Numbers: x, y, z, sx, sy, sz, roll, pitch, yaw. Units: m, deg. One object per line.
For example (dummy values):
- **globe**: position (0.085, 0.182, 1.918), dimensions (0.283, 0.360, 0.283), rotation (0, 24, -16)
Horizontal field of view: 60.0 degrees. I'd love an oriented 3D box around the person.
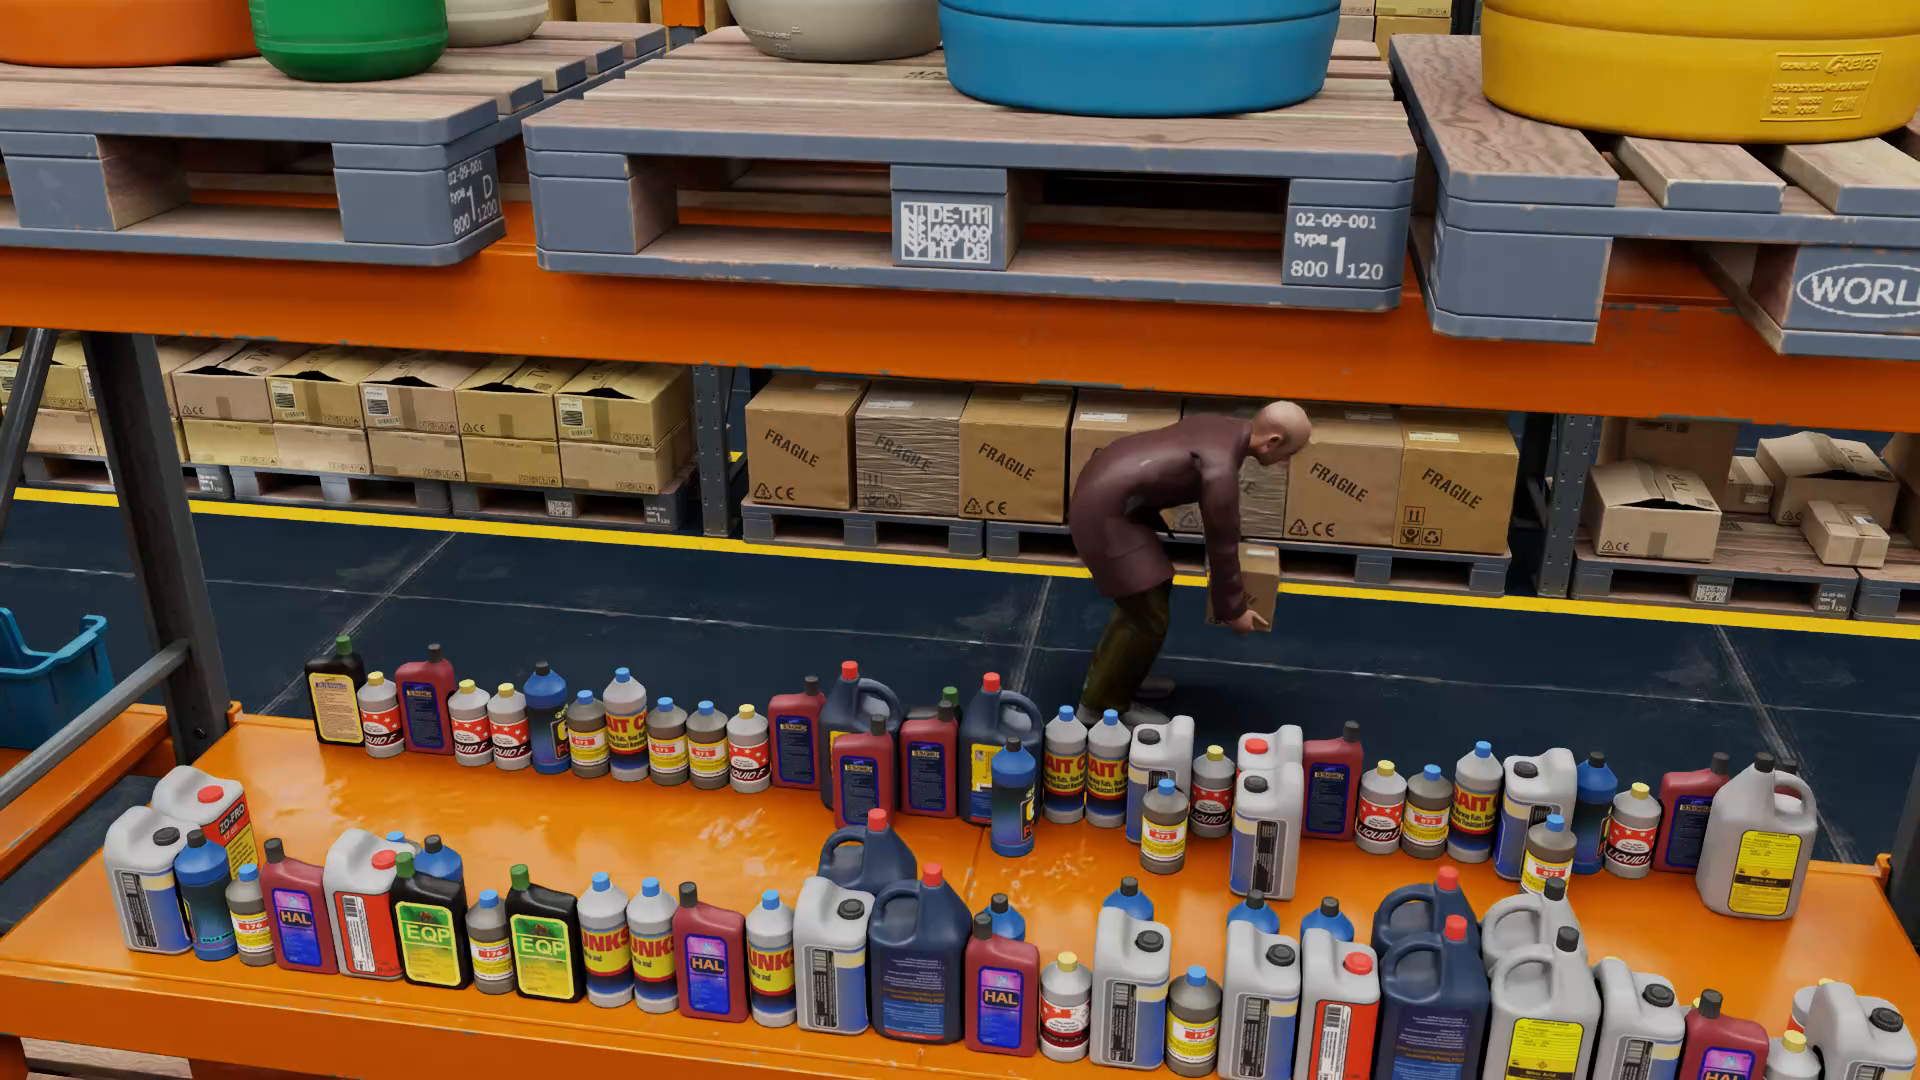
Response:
- **person**: position (0.860, 0.099, 6.455), dimensions (0.890, 1.323, 0.565), rotation (3, 25, 7)
